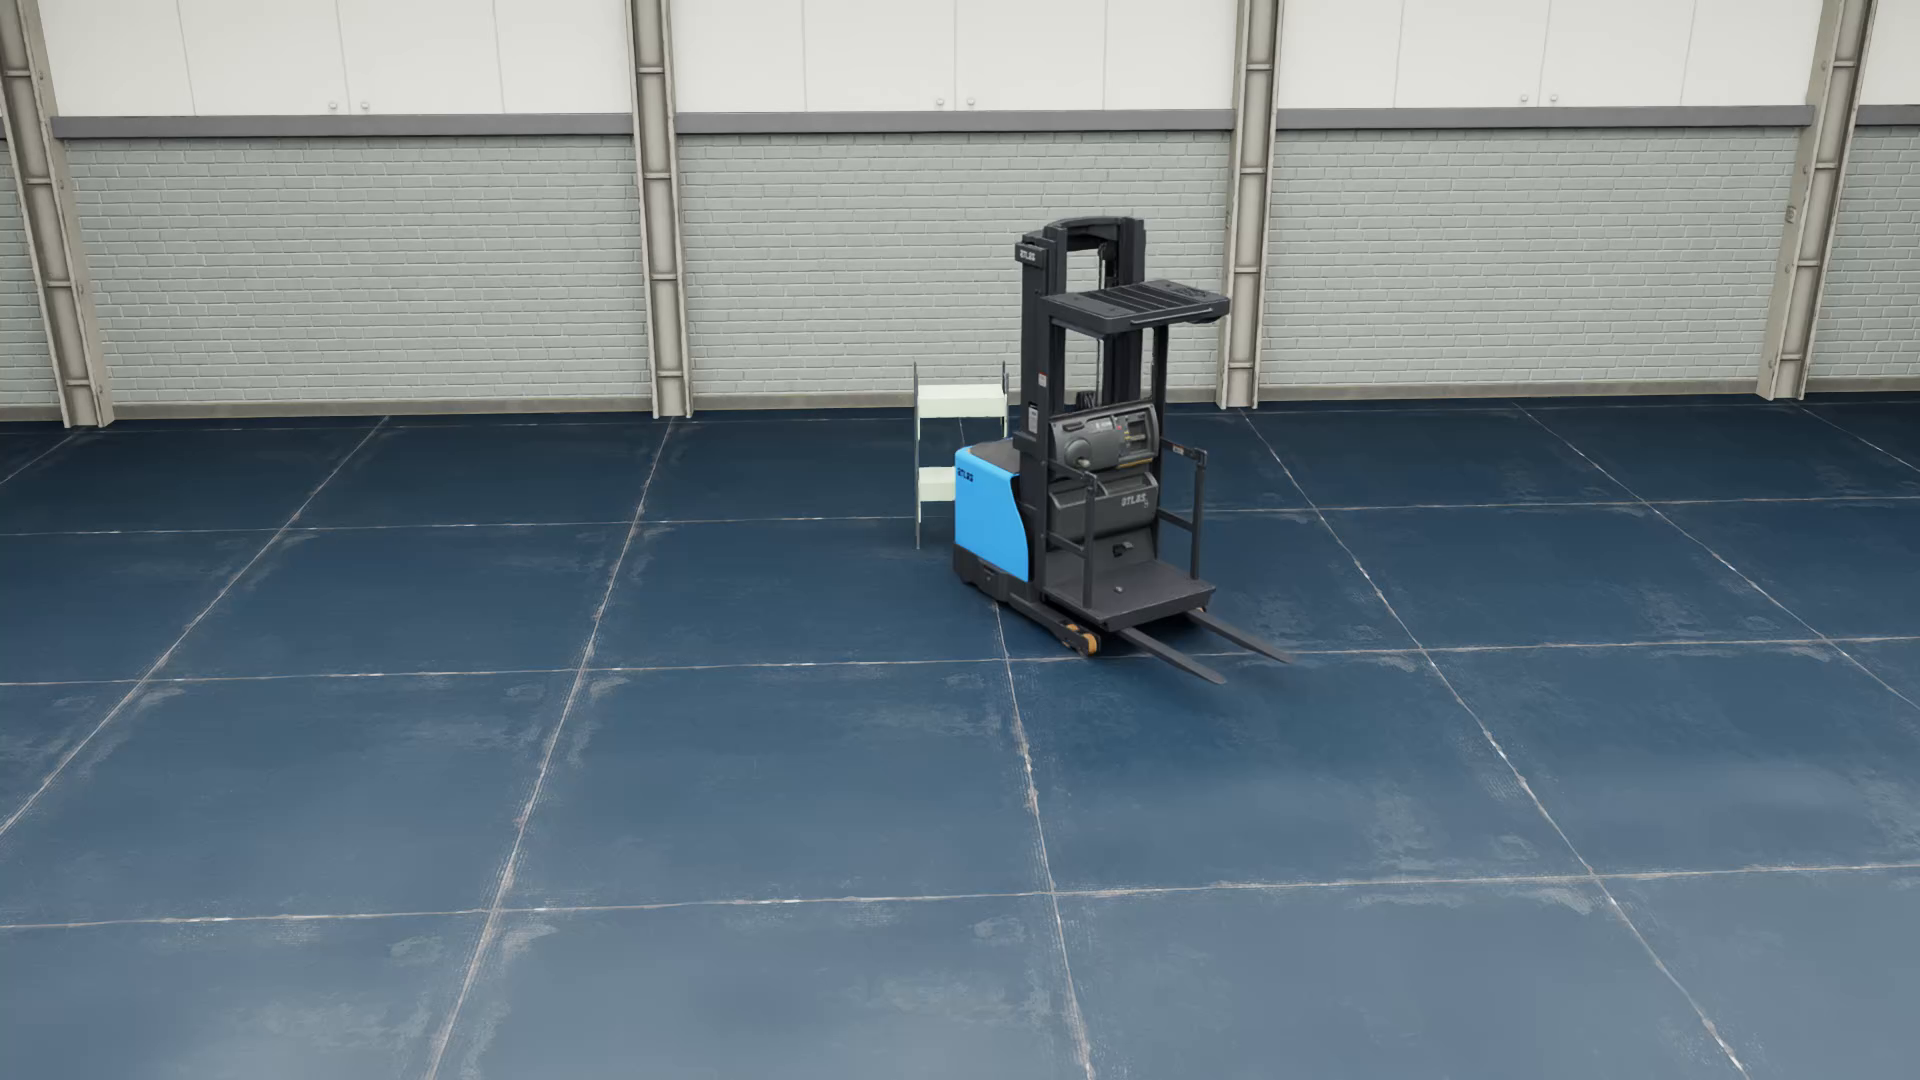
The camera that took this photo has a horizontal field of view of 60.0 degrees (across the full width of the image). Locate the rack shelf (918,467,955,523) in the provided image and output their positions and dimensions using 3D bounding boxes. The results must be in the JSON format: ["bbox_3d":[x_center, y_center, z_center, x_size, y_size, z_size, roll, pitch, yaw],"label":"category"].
[{"bbox_3d":[0.007,-0.396,13.902,0.720,0.370,0.431,-1,21,-3],"label":"rack shelf"}]

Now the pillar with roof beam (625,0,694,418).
[{"bbox_3d":[-2.776,-4.009,11.934,0.400,9.000,9.100,-1,21,-3],"label":"pillar with roof beam"}]

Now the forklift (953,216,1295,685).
[{"bbox_3d":[1.170,-0.729,11.848,1.130,2.935,3.031,-13,24,-31],"label":"forklift"}]

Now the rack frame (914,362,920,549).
[{"bbox_3d":[-0.359,-0.694,13.766,0.023,1.500,0.400,-1,21,-3],"label":"rack frame"}]

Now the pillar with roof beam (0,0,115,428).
[{"bbox_3d":[-8.766,-3.887,11.614,0.400,9.000,9.100,-1,21,-3],"label":"pillar with roof beam"}]

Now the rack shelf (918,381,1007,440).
[{"bbox_3d":[0.007,-1.066,13.647,0.720,0.370,0.431,-1,21,-3],"label":"rack shelf"}]

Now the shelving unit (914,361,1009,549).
[{"bbox_3d":[0.007,-0.701,13.786,0.755,1.500,0.431,-1,21,-3],"label":"shelving unit"}]

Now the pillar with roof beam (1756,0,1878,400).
[{"bbox_3d":[9.204,-4.252,12.574,0.400,9.000,9.100,-1,21,-3],"label":"pillar with roof beam"}]

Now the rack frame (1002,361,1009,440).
[{"bbox_3d":[0.372,-0.708,13.805,0.023,1.500,0.400,-1,21,-3],"label":"rack frame"}]

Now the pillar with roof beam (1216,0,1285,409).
[{"bbox_3d":[3.214,-4.130,12.254,0.400,9.000,9.100,-1,21,-3],"label":"pillar with roof beam"}]
